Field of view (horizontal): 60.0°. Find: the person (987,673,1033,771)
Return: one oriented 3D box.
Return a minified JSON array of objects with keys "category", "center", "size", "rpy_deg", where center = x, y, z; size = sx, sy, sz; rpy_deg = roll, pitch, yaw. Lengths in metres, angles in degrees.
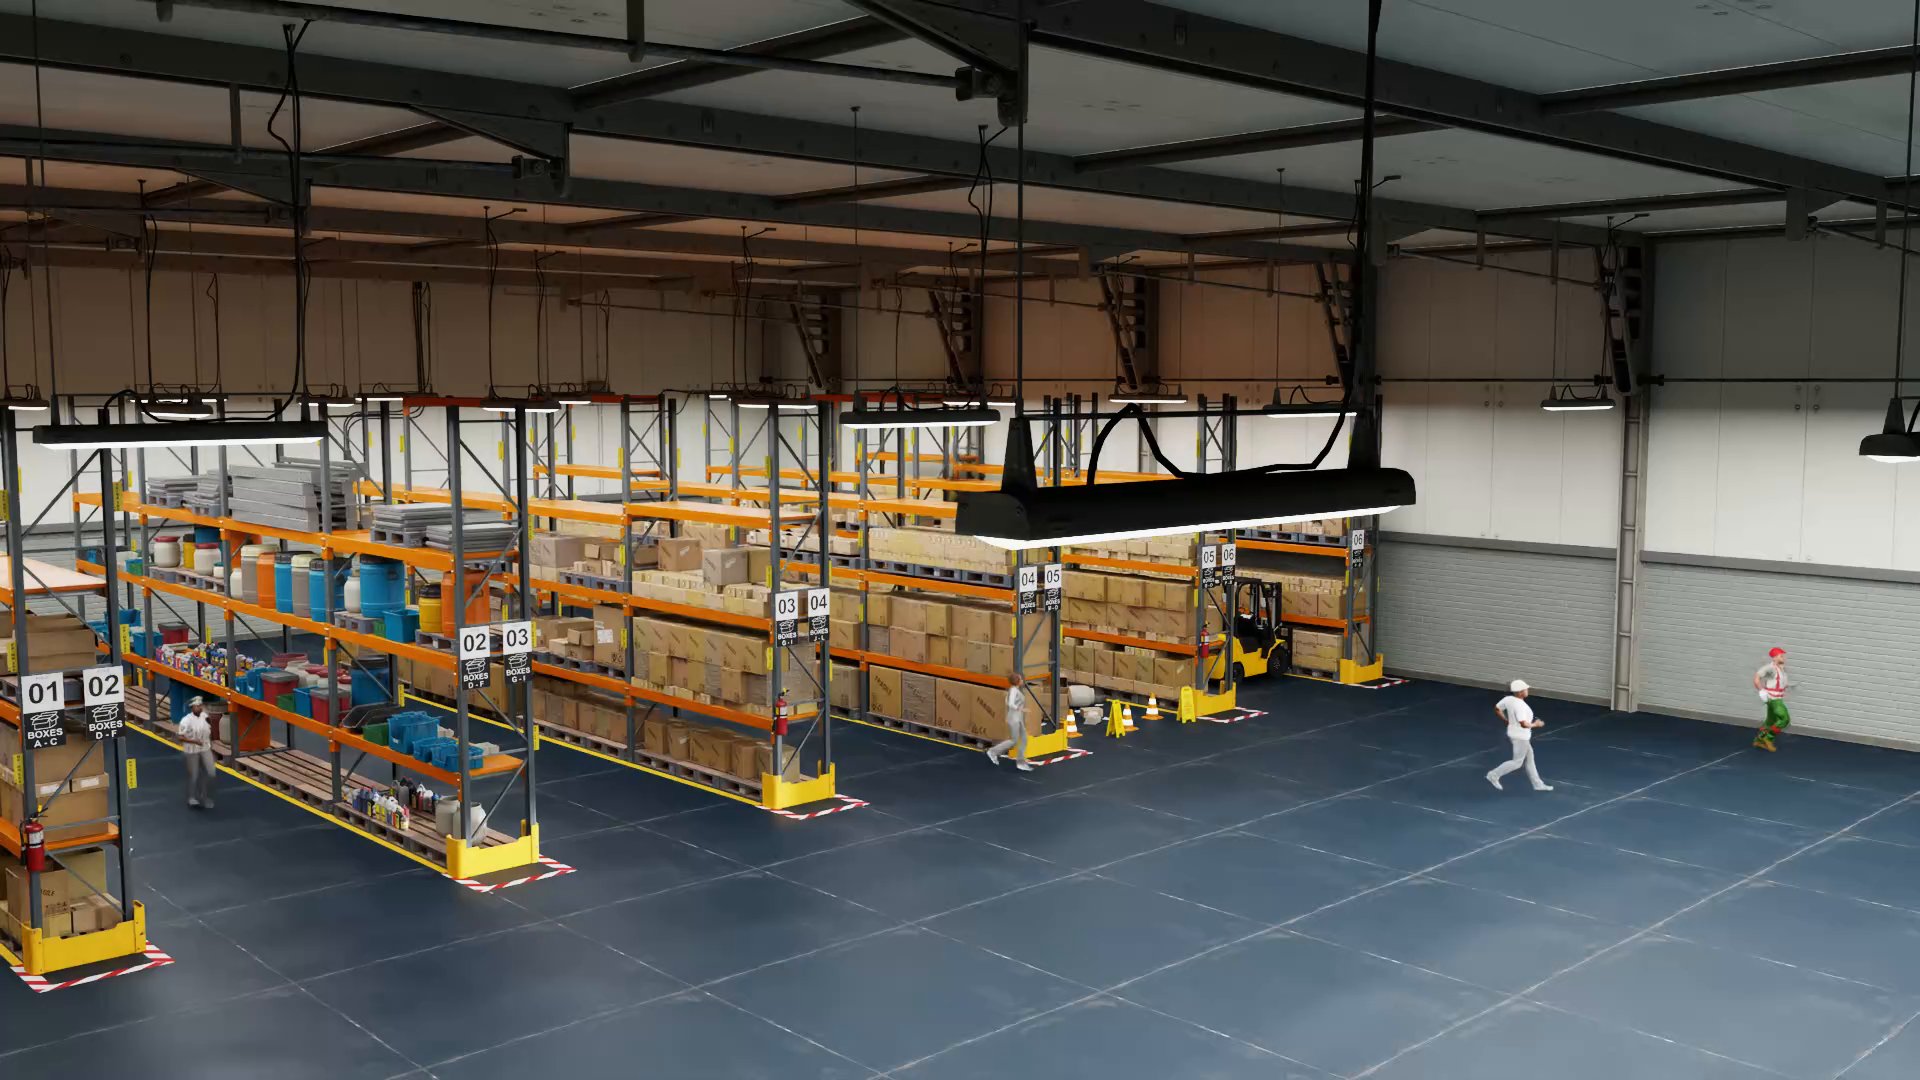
[{"category":"person","center":[0.829,2.955,27.021],"size":[0.747,1.569,0.550],"rpy_deg":[1,6,7]}]

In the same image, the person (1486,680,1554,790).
[{"category":"person","center":[8.543,2.983,25.317],"size":[1.073,1.721,0.716],"rpy_deg":[0,6,2]}]

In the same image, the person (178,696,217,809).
[{"category":"person","center":[-11.217,3.140,24.492],"size":[0.697,1.725,0.572],"rpy_deg":[5,7,41]}]

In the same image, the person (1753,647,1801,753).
[{"category":"person","center":[13.901,2.716,28.303],"size":[0.694,1.784,0.648],"rpy_deg":[5,7,41]}]
